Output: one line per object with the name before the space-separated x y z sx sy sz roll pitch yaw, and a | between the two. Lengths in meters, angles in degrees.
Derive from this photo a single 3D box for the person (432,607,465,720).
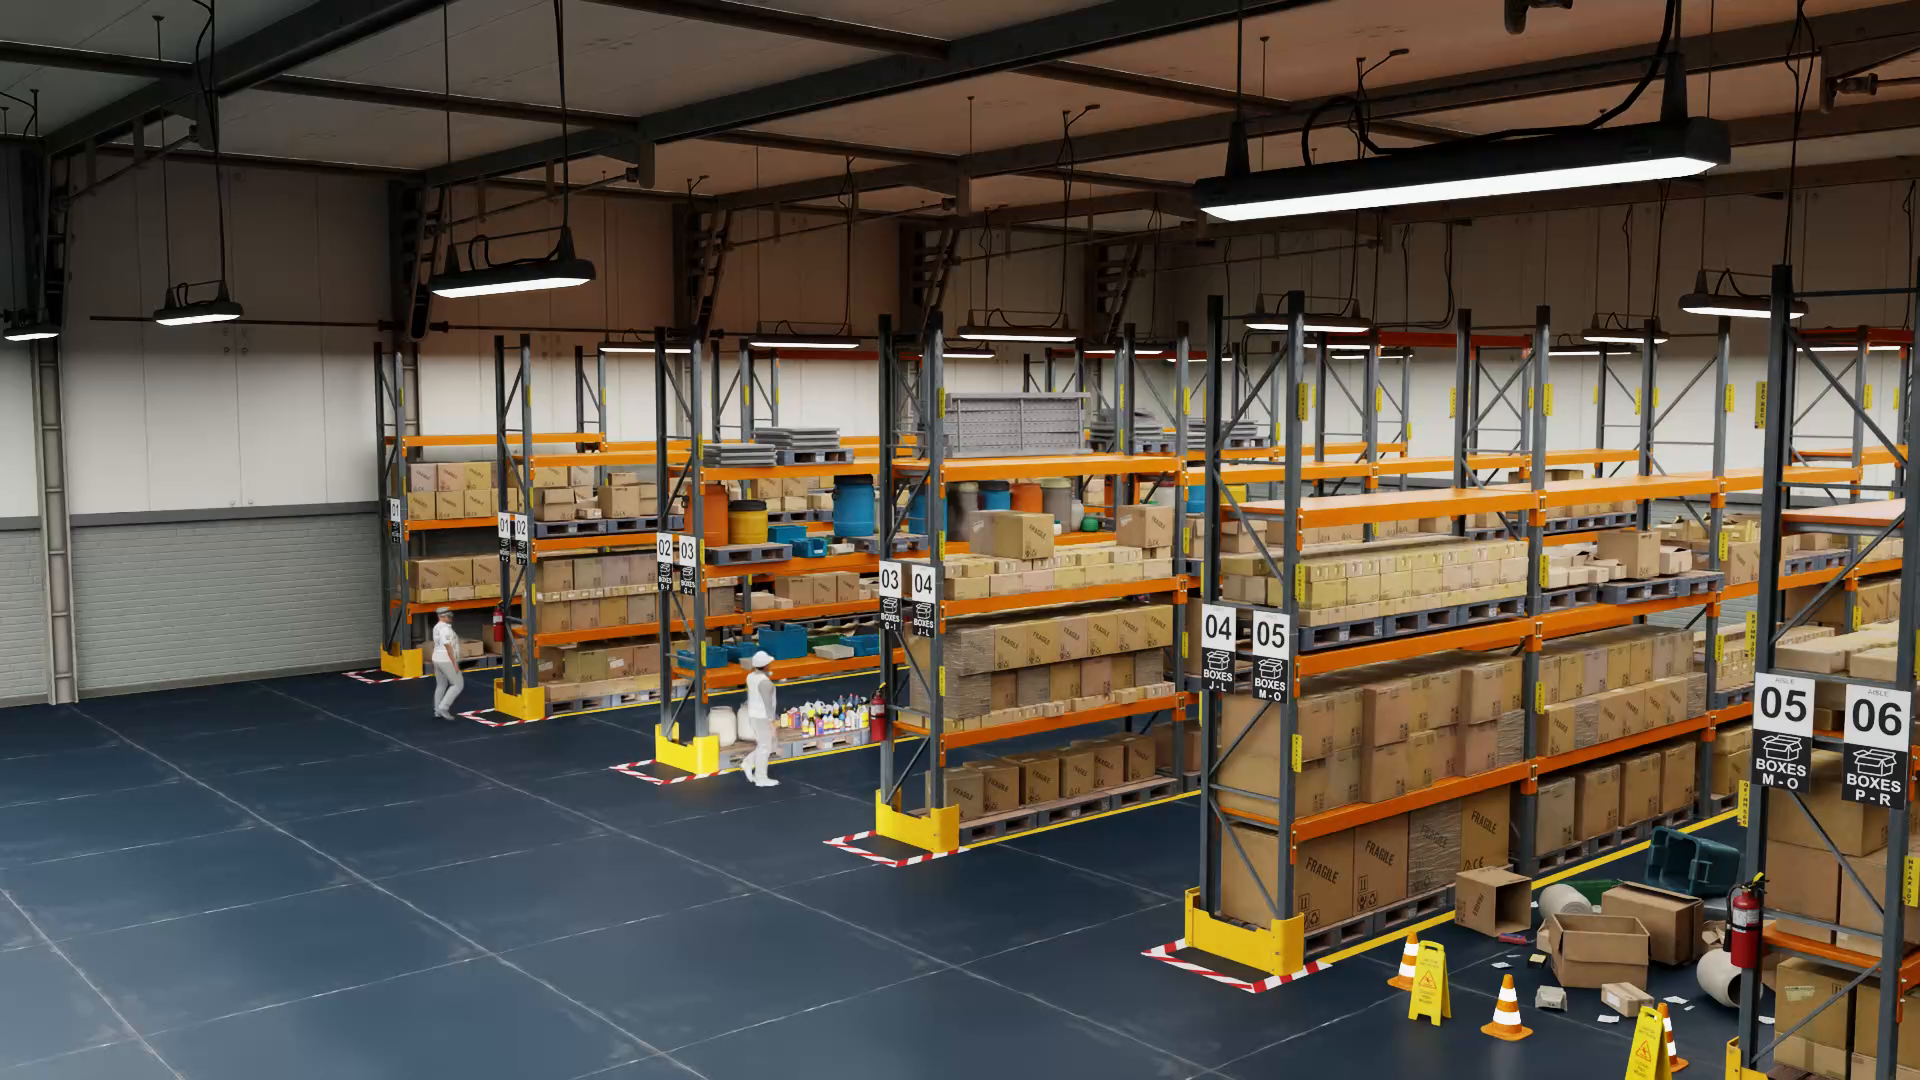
person | -8.036 1.915 25.945 0.447 1.759 0.672 -4 6 -35

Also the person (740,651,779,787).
person | -2.610 2.309 21.580 0.499 1.766 0.528 -1 5 -8
